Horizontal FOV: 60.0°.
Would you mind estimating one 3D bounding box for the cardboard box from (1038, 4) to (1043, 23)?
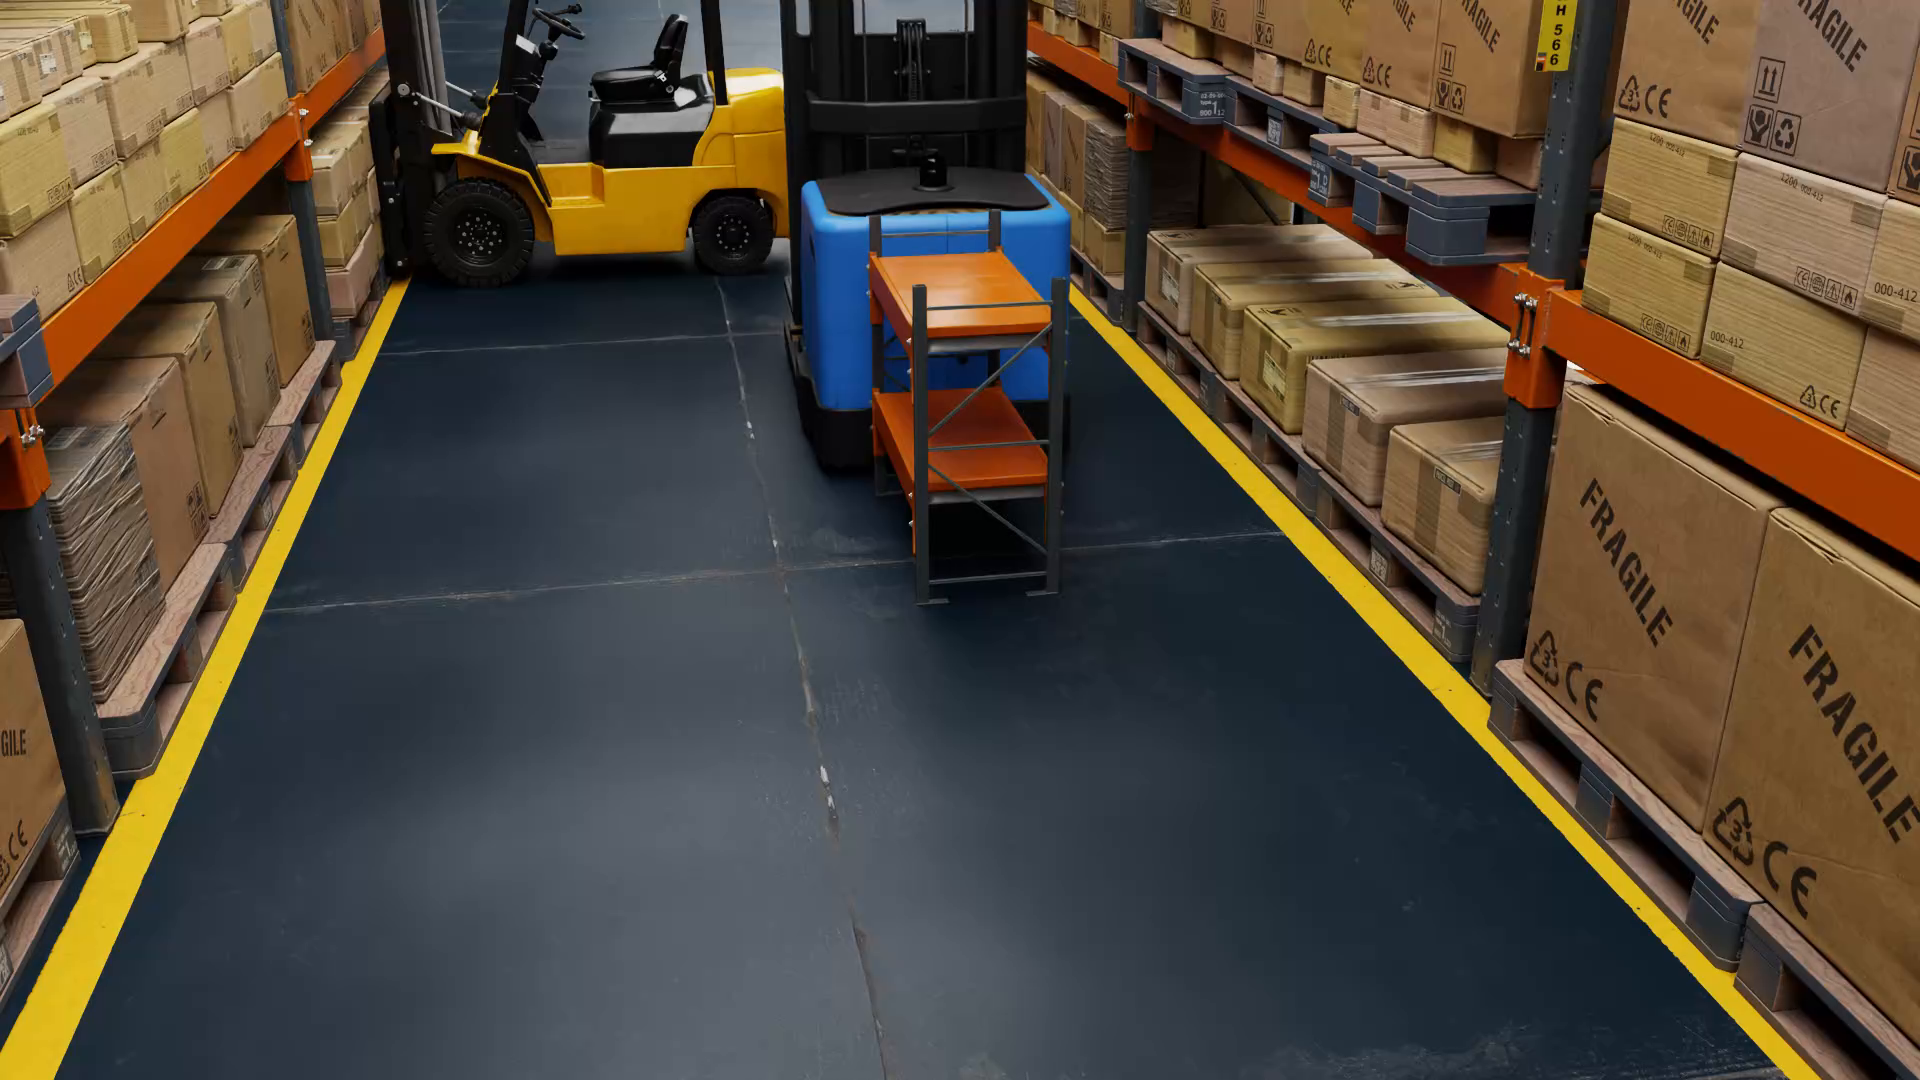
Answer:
[{"bbox_3d":[0.702,-3.313,10.402,0.380,0.149,0.250,-3,24,-8],"label":"cardboard box"}]

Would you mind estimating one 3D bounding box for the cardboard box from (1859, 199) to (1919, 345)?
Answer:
[{"bbox_3d":[2.127,-0.484,3.172,0.500,0.250,0.500,-4,24,-10],"label":"cardboard box"}]

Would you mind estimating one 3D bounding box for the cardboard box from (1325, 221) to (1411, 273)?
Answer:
[{"bbox_3d":[2.501,-1.892,9.955,0.500,0.500,0.500,13,27,27],"label":"cardboard box"}]

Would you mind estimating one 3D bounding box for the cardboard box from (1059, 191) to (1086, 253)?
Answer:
[{"bbox_3d":[0.880,-1.868,9.690,0.500,0.250,0.500,-5,24,-11],"label":"cardboard box"}]

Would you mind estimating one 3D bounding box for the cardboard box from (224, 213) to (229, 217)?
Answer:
[{"bbox_3d":[-3.797,-1.715,8.091,0.500,0.250,0.500,-4,24,-9],"label":"cardboard box"}]

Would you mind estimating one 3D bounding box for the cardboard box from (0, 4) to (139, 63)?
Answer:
[{"bbox_3d":[-2.795,-1.569,5.160,0.380,0.149,0.250,-4,24,-9],"label":"cardboard box"}]

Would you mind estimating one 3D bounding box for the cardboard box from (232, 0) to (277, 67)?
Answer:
[{"bbox_3d":[-3.174,-2.132,6.946,0.500,0.250,0.500,-5,24,-11],"label":"cardboard box"}]

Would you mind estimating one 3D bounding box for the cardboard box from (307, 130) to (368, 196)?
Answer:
[{"bbox_3d":[-3.382,-1.952,8.632,0.500,0.250,0.500,-4,24,-10],"label":"cardboard box"}]

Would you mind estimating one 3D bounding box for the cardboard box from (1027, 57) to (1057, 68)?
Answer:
[{"bbox_3d":[0.504,-3.017,11.383,0.500,0.500,0.500,-5,24,-12],"label":"cardboard box"}]

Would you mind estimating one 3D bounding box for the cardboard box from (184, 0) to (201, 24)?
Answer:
[{"bbox_3d":[-3.010,-1.969,6.075,0.380,0.149,0.250,-5,24,-11],"label":"cardboard box"}]

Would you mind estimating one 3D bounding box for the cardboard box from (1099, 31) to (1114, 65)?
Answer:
[{"bbox_3d":[0.950,-2.601,8.771,0.380,0.149,0.250,-4,24,-9],"label":"cardboard box"}]

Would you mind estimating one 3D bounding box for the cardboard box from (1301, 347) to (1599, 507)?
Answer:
[{"bbox_3d":[1.862,-0.442,6.273,0.950,0.372,0.625,-5,24,-11],"label":"cardboard box"}]

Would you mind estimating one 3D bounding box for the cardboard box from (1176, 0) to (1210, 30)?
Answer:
[{"bbox_3d":[1.260,-2.486,7.174,0.500,0.500,0.500,-4,24,-10],"label":"cardboard box"}]

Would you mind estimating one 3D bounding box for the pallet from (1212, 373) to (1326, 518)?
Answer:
[{"bbox_3d":[1.736,-0.450,7.015,1.003,0.211,1.213,-4,24,-10],"label":"pallet"}]

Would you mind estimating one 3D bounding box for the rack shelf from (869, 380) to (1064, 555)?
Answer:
[{"bbox_3d":[0.001,-0.289,6.117,0.538,0.278,1.000,-4,24,-10],"label":"rack shelf"}]

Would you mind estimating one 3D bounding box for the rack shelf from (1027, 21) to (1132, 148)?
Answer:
[{"bbox_3d":[0.992,-2.971,10.205,1.077,0.370,4.000,-4,24,-10],"label":"rack shelf"}]

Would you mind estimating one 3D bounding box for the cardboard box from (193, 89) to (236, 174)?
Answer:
[{"bbox_3d":[-3.006,-1.503,6.131,0.500,0.250,0.500,-4,24,-9],"label":"cardboard box"}]

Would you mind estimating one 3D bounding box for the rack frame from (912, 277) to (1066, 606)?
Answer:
[{"bbox_3d":[0.095,-0.313,5.561,0.500,1.125,0.032,-4,24,-10],"label":"rack frame"}]

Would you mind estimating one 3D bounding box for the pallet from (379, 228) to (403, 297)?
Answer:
[{"bbox_3d":[-3.851,-1.665,9.797,1.003,0.211,1.213,-4,24,-10],"label":"pallet"}]

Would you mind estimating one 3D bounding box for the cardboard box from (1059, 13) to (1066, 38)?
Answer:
[{"bbox_3d":[0.793,-3.005,9.697,0.380,0.149,0.250,-5,24,-11],"label":"cardboard box"}]

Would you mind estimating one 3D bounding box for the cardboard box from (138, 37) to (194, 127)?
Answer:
[{"bbox_3d":[-2.908,-1.529,5.565,0.500,0.250,0.500,-4,24,-9],"label":"cardboard box"}]

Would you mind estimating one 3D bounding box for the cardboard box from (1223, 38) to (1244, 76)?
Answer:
[{"bbox_3d":[1.325,-2.042,6.967,0.380,0.149,0.250,-4,24,-9],"label":"cardboard box"}]

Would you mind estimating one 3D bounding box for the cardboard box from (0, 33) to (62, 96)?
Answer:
[{"bbox_3d":[-2.669,-1.267,4.467,0.380,0.149,0.250,-4,24,-8],"label":"cardboard box"}]

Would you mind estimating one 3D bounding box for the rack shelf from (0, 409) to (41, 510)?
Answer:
[{"bbox_3d":[-2.406,0.544,2.155,1.077,0.370,4.000,-4,24,-10],"label":"rack shelf"}]

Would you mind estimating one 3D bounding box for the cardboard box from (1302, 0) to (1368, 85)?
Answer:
[{"bbox_3d":[1.543,-1.875,5.774,0.500,0.500,0.500,-6,24,-13],"label":"cardboard box"}]

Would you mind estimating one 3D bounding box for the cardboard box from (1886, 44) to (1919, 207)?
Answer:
[{"bbox_3d":[2.134,-0.834,3.037,0.500,0.500,0.500,-4,24,-8],"label":"cardboard box"}]

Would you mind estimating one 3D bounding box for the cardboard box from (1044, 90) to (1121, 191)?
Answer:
[{"bbox_3d":[0.797,-2.404,9.980,0.500,0.500,0.500,-3,24,-7],"label":"cardboard box"}]

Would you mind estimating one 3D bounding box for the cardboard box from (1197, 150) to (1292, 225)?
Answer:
[{"bbox_3d":[1.518,-2.042,9.153,0.500,0.500,0.500,-3,24,-7],"label":"cardboard box"}]

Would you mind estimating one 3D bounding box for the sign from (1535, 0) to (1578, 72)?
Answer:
[{"bbox_3d":[1.570,-1.391,4.341,0.100,0.325,0.005,-4,24,-10],"label":"sign"}]

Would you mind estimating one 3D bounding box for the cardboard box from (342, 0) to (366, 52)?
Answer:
[{"bbox_3d":[-3.621,-2.987,9.217,0.500,0.500,0.500,-4,24,-9],"label":"cardboard box"}]

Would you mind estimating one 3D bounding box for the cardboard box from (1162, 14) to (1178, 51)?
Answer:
[{"bbox_3d":[1.153,-2.351,7.674,0.380,0.149,0.250,-4,24,-9],"label":"cardboard box"}]

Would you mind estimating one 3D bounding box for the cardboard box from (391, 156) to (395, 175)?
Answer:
[{"bbox_3d":[-3.571,-2.115,9.632,0.500,0.250,0.500,-4,24,-10],"label":"cardboard box"}]

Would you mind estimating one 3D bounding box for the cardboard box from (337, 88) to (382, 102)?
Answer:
[{"bbox_3d":[-3.661,-2.553,10.010,0.500,0.250,0.500,-4,24,-9],"label":"cardboard box"}]

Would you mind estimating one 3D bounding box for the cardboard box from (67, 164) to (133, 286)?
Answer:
[{"bbox_3d":[-2.706,-0.894,4.737,0.500,0.250,0.500,-5,24,-11],"label":"cardboard box"}]

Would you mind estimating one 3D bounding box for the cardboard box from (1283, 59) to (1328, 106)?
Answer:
[{"bbox_3d":[1.445,-1.733,6.261,0.380,0.149,0.250,-5,24,-11],"label":"cardboard box"}]

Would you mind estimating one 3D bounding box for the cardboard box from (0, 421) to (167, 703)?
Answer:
[{"bbox_3d":[-2.878,0.077,4.768,0.875,0.625,0.625,-4,24,-8],"label":"cardboard box"}]

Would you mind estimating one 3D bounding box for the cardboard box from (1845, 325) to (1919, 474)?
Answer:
[{"bbox_3d":[2.148,-0.254,3.271,0.500,0.250,0.500,-4,24,-8],"label":"cardboard box"}]

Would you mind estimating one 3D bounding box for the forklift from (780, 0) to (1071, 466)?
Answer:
[{"bbox_3d":[-0.284,-2.202,7.629,1.130,2.935,3.031,-4,24,-8],"label":"forklift"}]

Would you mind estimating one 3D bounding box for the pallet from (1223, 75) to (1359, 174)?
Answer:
[{"bbox_3d":[1.695,-1.629,6.471,1.003,0.211,1.213,-4,24,-10],"label":"pallet"}]

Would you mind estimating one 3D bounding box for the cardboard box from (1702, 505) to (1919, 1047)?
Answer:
[{"bbox_3d":[2.308,0.469,3.558,0.875,0.875,0.875,-4,24,-9],"label":"cardboard box"}]

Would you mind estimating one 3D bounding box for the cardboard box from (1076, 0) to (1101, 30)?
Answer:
[{"bbox_3d":[0.933,-3.055,9.000,0.500,0.500,0.500,-4,24,-8],"label":"cardboard box"}]

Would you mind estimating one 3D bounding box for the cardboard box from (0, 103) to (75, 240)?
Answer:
[{"bbox_3d":[-2.594,-0.927,4.188,0.500,0.250,0.500,-4,24,-10],"label":"cardboard box"}]

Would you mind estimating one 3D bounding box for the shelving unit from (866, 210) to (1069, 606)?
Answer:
[{"bbox_3d":[0.001,-0.513,6.019,0.538,1.125,1.048,-4,24,-10],"label":"shelving unit"}]

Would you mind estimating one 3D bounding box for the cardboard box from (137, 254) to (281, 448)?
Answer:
[{"bbox_3d":[-3.272,-0.740,6.638,0.875,0.625,0.625,-5,24,-10],"label":"cardboard box"}]

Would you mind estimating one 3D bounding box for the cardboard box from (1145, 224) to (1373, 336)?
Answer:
[{"bbox_3d":[1.461,-1.296,8.229,0.950,0.372,0.625,-4,24,-9],"label":"cardboard box"}]

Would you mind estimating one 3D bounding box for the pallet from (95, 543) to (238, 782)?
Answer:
[{"bbox_3d":[-2.890,0.379,5.119,1.003,0.211,1.213,-4,24,-10],"label":"pallet"}]

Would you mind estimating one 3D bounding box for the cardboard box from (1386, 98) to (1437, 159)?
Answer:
[{"bbox_3d":[1.598,-1.326,5.327,0.380,0.149,0.250,-5,24,-10],"label":"cardboard box"}]

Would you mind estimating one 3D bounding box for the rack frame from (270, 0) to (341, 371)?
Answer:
[{"bbox_3d":[-3.516,-2.146,7.415,1.000,3.000,0.127,-4,24,-10],"label":"rack frame"}]

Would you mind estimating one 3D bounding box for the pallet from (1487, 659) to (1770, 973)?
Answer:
[{"bbox_3d":[2.173,0.653,4.492,1.003,0.211,1.213,-4,24,-10],"label":"pallet"}]

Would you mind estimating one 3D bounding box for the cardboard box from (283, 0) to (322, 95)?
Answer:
[{"bbox_3d":[-3.341,-2.385,7.839,0.500,0.500,0.500,-5,24,-11],"label":"cardboard box"}]

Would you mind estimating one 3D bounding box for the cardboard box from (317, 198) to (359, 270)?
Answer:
[{"bbox_3d":[-3.302,-1.520,8.269,0.500,0.250,0.500,-4,24,-10],"label":"cardboard box"}]

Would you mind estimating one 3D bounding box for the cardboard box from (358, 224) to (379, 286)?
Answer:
[{"bbox_3d":[-3.389,-1.491,8.828,0.500,0.250,0.500,-5,24,-11],"label":"cardboard box"}]
